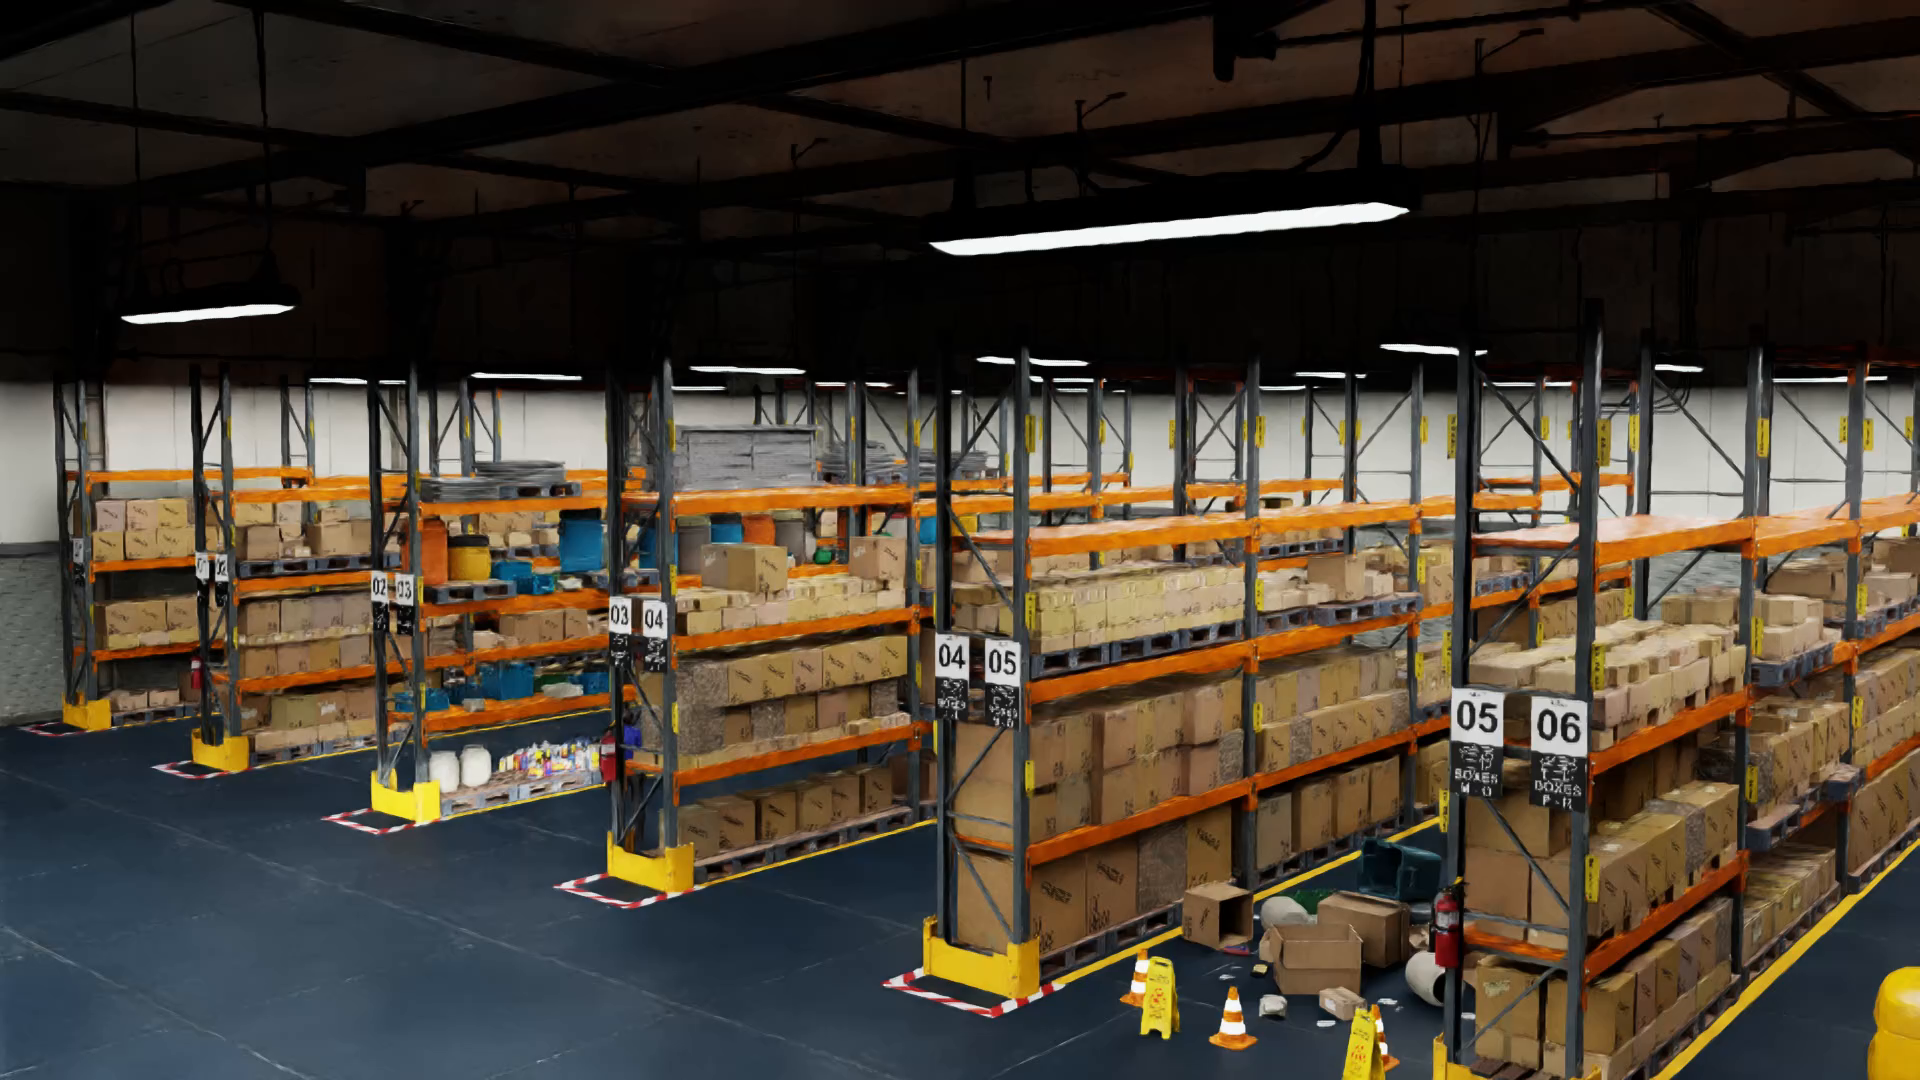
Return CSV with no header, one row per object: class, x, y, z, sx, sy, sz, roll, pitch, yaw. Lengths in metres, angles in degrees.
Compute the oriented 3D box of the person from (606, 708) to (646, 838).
person,-4.082,2.868,20.296,0.498,1.650,0.463,-1,4,-19
